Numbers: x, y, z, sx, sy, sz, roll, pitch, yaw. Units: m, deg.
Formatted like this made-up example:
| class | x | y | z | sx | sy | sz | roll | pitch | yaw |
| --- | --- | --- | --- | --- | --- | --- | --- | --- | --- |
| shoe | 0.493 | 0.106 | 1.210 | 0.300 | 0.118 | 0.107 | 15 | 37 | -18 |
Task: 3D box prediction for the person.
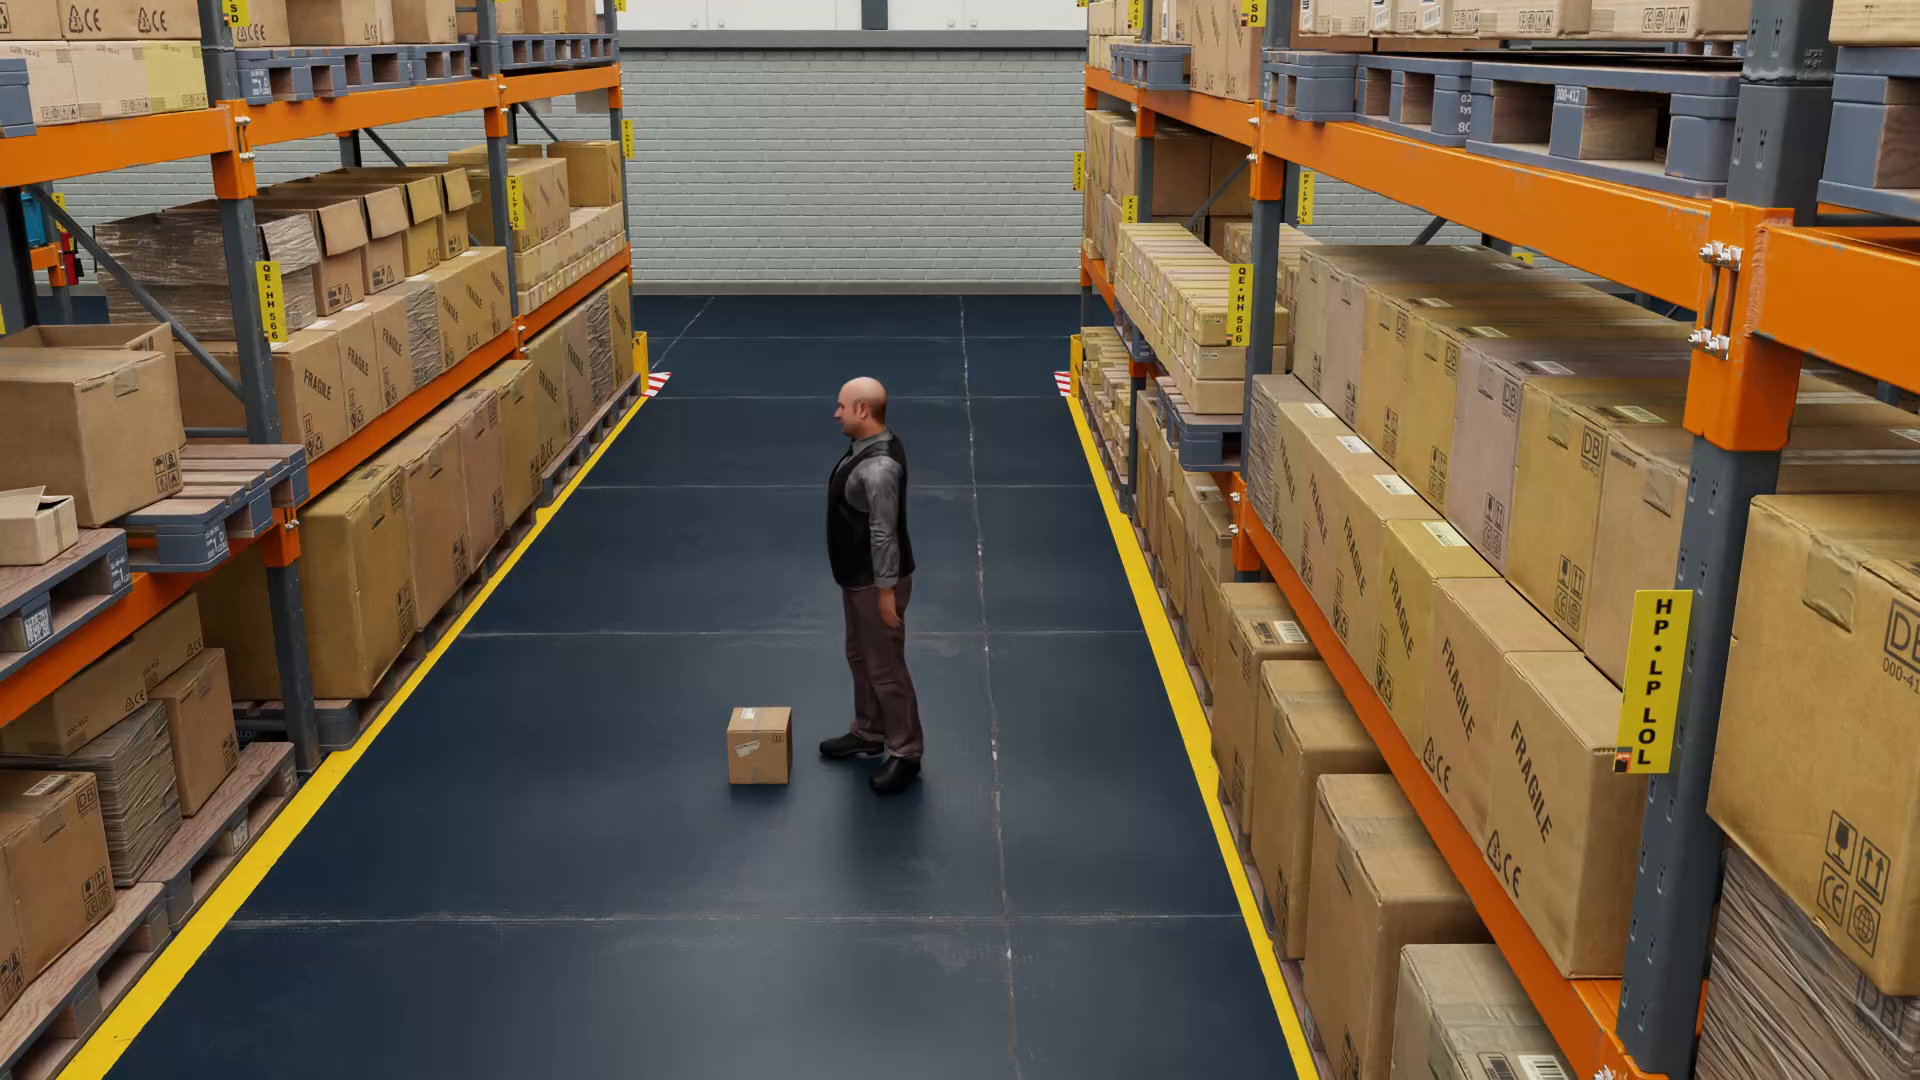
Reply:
| class | x | y | z | sx | sy | sz | roll | pitch | yaw |
| --- | --- | --- | --- | --- | --- | --- | --- | --- | --- |
| person | -0.385 | 0.160 | 6.998 | 0.443 | 1.730 | 0.616 | -2 | 17 | -7 |
